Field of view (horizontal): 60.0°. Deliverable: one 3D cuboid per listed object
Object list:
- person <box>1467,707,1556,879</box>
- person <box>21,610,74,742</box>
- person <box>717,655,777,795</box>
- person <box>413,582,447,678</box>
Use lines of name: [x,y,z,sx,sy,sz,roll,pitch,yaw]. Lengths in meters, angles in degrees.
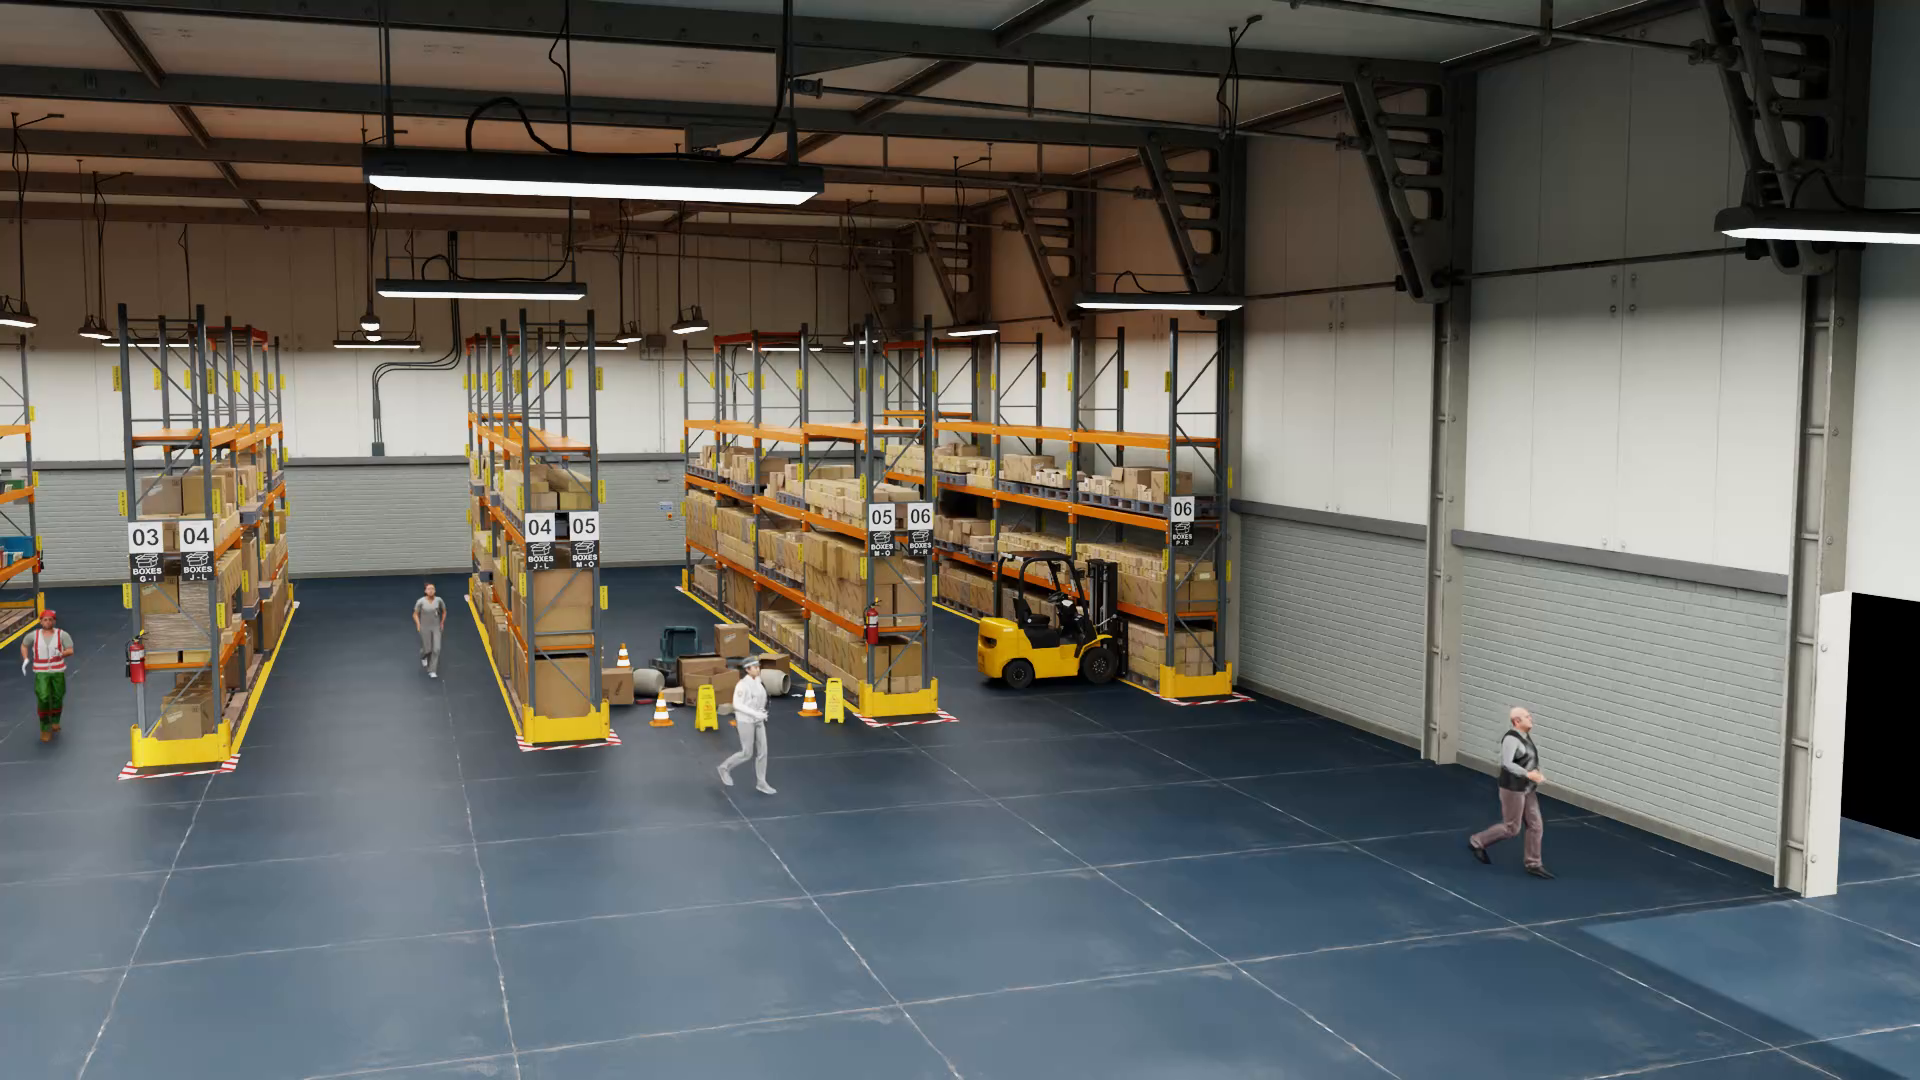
person: [5.636,2.551,16.910,0.875,1.724,0.661,4,7,36]
person: [-12.804,1.897,23.374,0.643,1.846,0.772,-4,7,-34]
person: [-2.591,2.242,20.360,0.784,1.705,0.640,3,6,26]
person: [-9.041,1.522,28.382,0.550,1.602,0.622,-3,6,-26]
